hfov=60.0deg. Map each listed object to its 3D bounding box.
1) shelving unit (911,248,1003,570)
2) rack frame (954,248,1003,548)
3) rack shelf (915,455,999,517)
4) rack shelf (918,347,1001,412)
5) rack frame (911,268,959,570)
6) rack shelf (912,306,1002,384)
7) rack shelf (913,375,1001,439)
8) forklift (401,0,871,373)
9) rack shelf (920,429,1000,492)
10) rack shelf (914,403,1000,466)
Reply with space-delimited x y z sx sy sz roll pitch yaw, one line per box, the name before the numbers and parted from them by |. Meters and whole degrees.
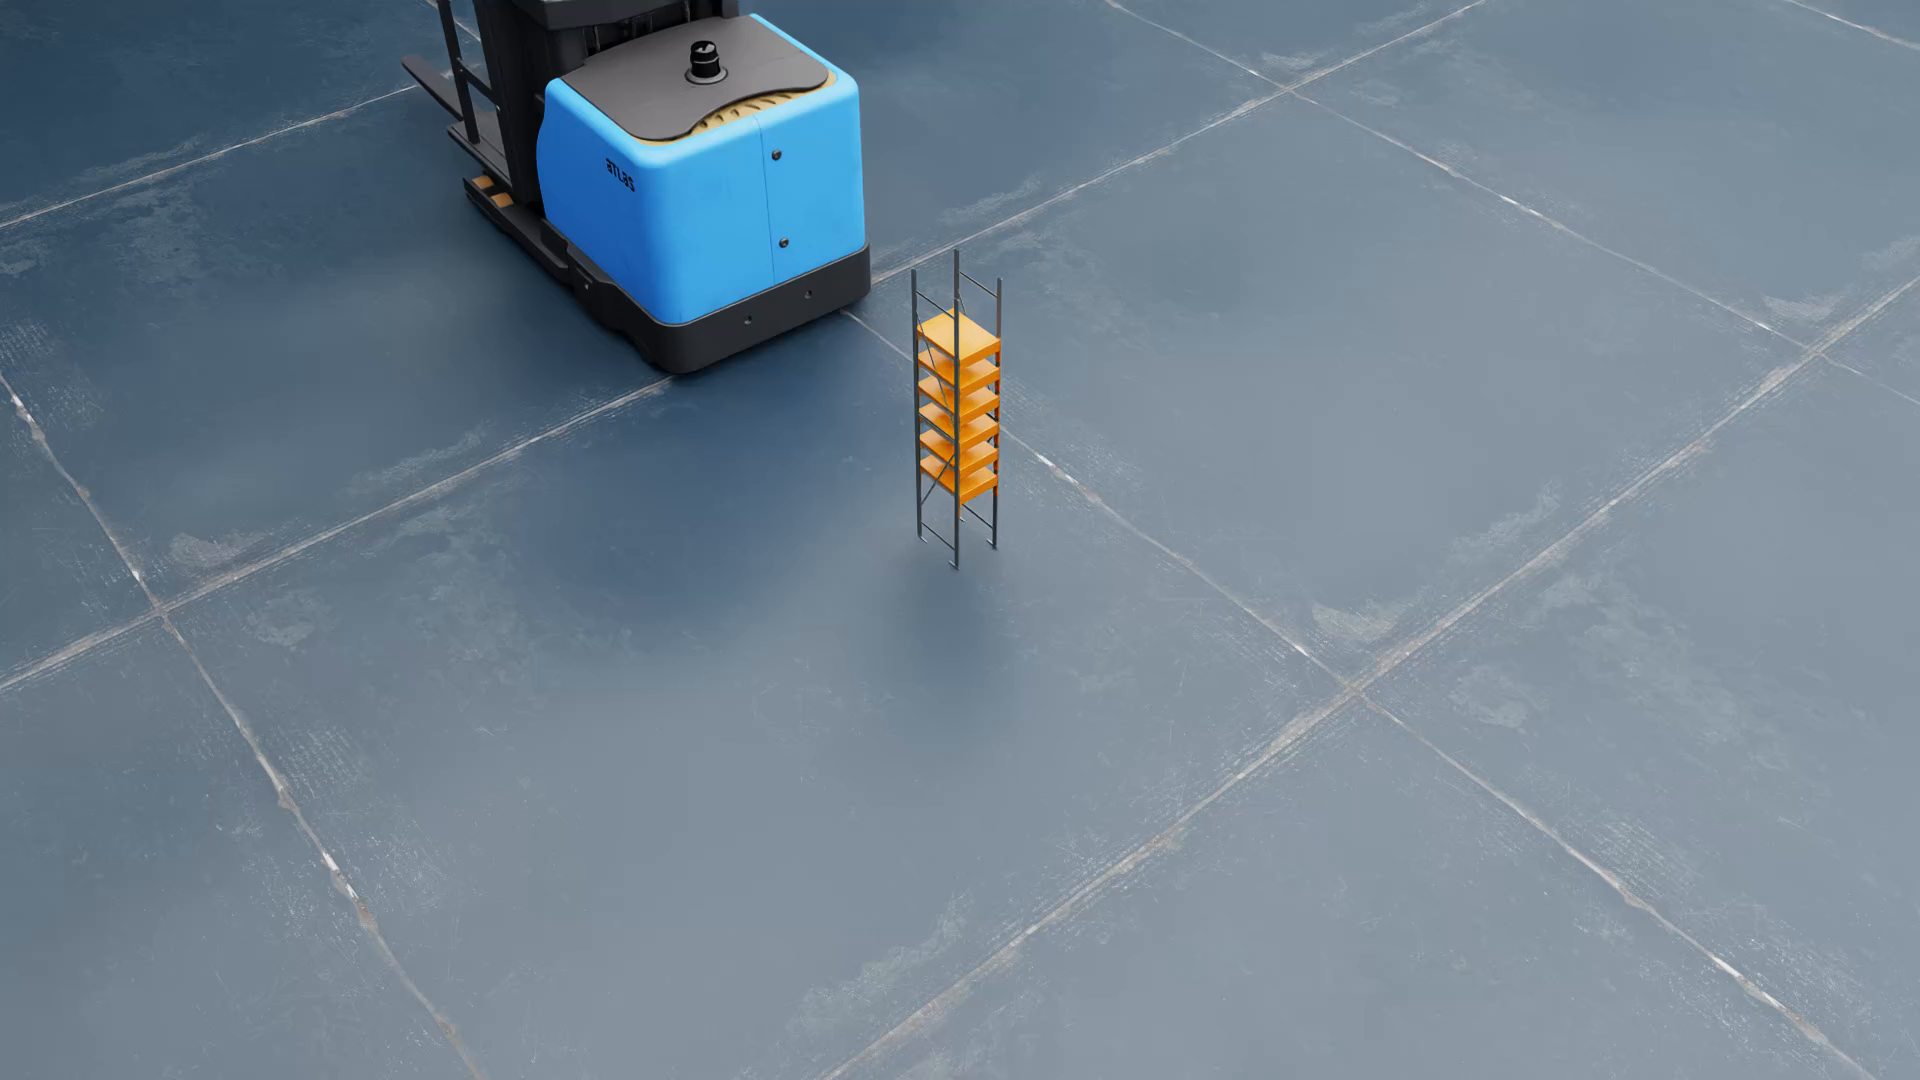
shelving unit | -0.011 -0.431 5.832 0.189 1.200 0.258 -30 51 -28
rack frame | 0.059 -0.471 5.875 0.006 1.200 0.240 -30 51 -28
rack shelf | -0.011 -0.224 6.027 0.180 0.103 0.258 -30 51 -28
rack shelf | -0.011 -0.574 5.699 0.180 0.103 0.258 -30 51 -28
rack frame | -0.081 -0.391 5.790 0.006 1.200 0.240 -30 51 -28
rack shelf | -0.011 -0.661 5.616 0.180 0.103 0.258 -30 51 -28
rack shelf | -0.011 -0.486 5.781 0.180 0.103 0.258 -30 51 -28
forklift | -1.692 -2.714 6.998 1.130 2.935 3.031 -28 50 -27
rack shelf | -0.011 -0.311 5.945 0.180 0.103 0.258 -30 51 -28
rack shelf | -0.011 -0.399 5.863 0.180 0.103 0.258 -30 51 -28
